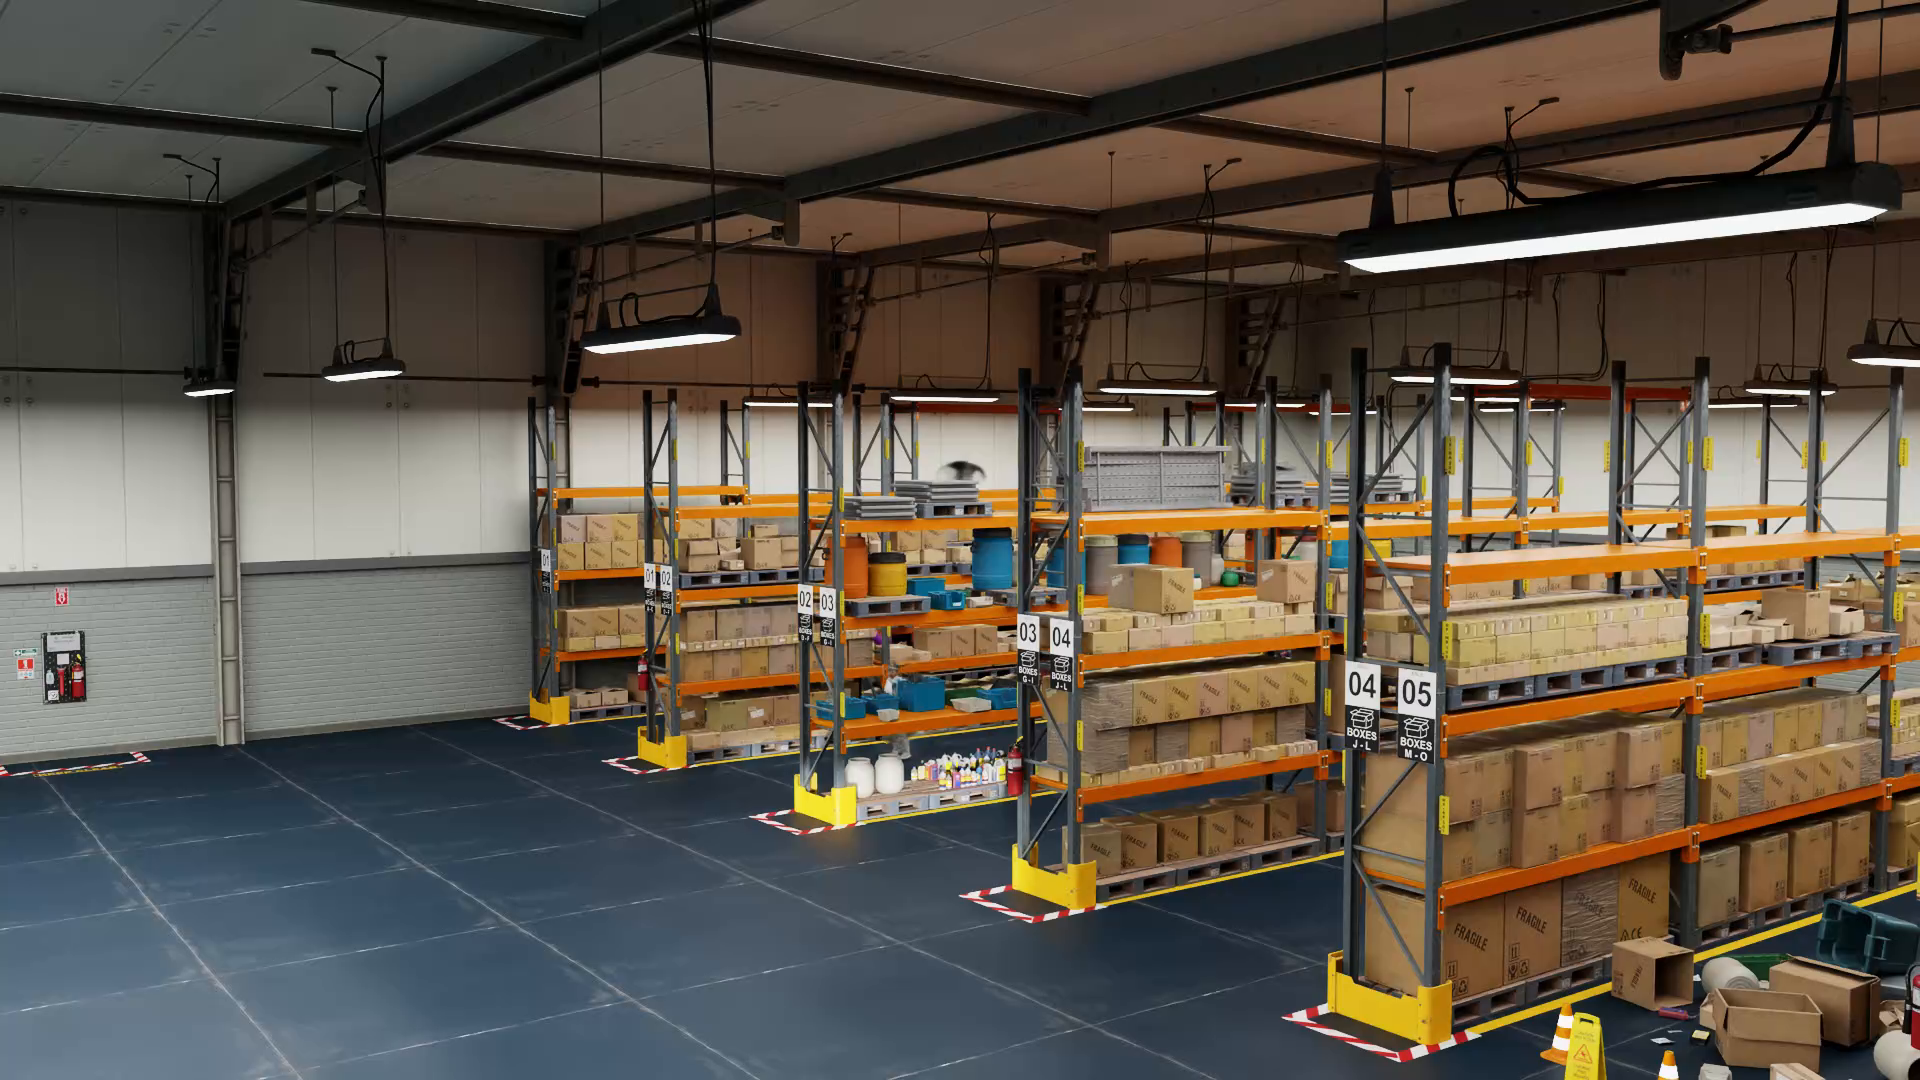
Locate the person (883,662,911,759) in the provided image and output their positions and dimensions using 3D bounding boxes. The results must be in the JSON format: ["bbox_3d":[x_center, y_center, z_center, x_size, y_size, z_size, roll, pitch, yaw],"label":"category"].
[{"bbox_3d":[-1.035,2.759,26.770,0.572,1.619,0.754,3,5,42],"label":"person"}]

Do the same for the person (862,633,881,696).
[{"bbox_3d":[-1.809,2.402,32.800,0.724,1.695,0.790,0,3,4],"label":"person"}]

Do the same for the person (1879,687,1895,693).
[{"bbox_3d":[13.778,2.901,24.750,0.892,1.498,0.521,-1,4,-23],"label":"person"}]
